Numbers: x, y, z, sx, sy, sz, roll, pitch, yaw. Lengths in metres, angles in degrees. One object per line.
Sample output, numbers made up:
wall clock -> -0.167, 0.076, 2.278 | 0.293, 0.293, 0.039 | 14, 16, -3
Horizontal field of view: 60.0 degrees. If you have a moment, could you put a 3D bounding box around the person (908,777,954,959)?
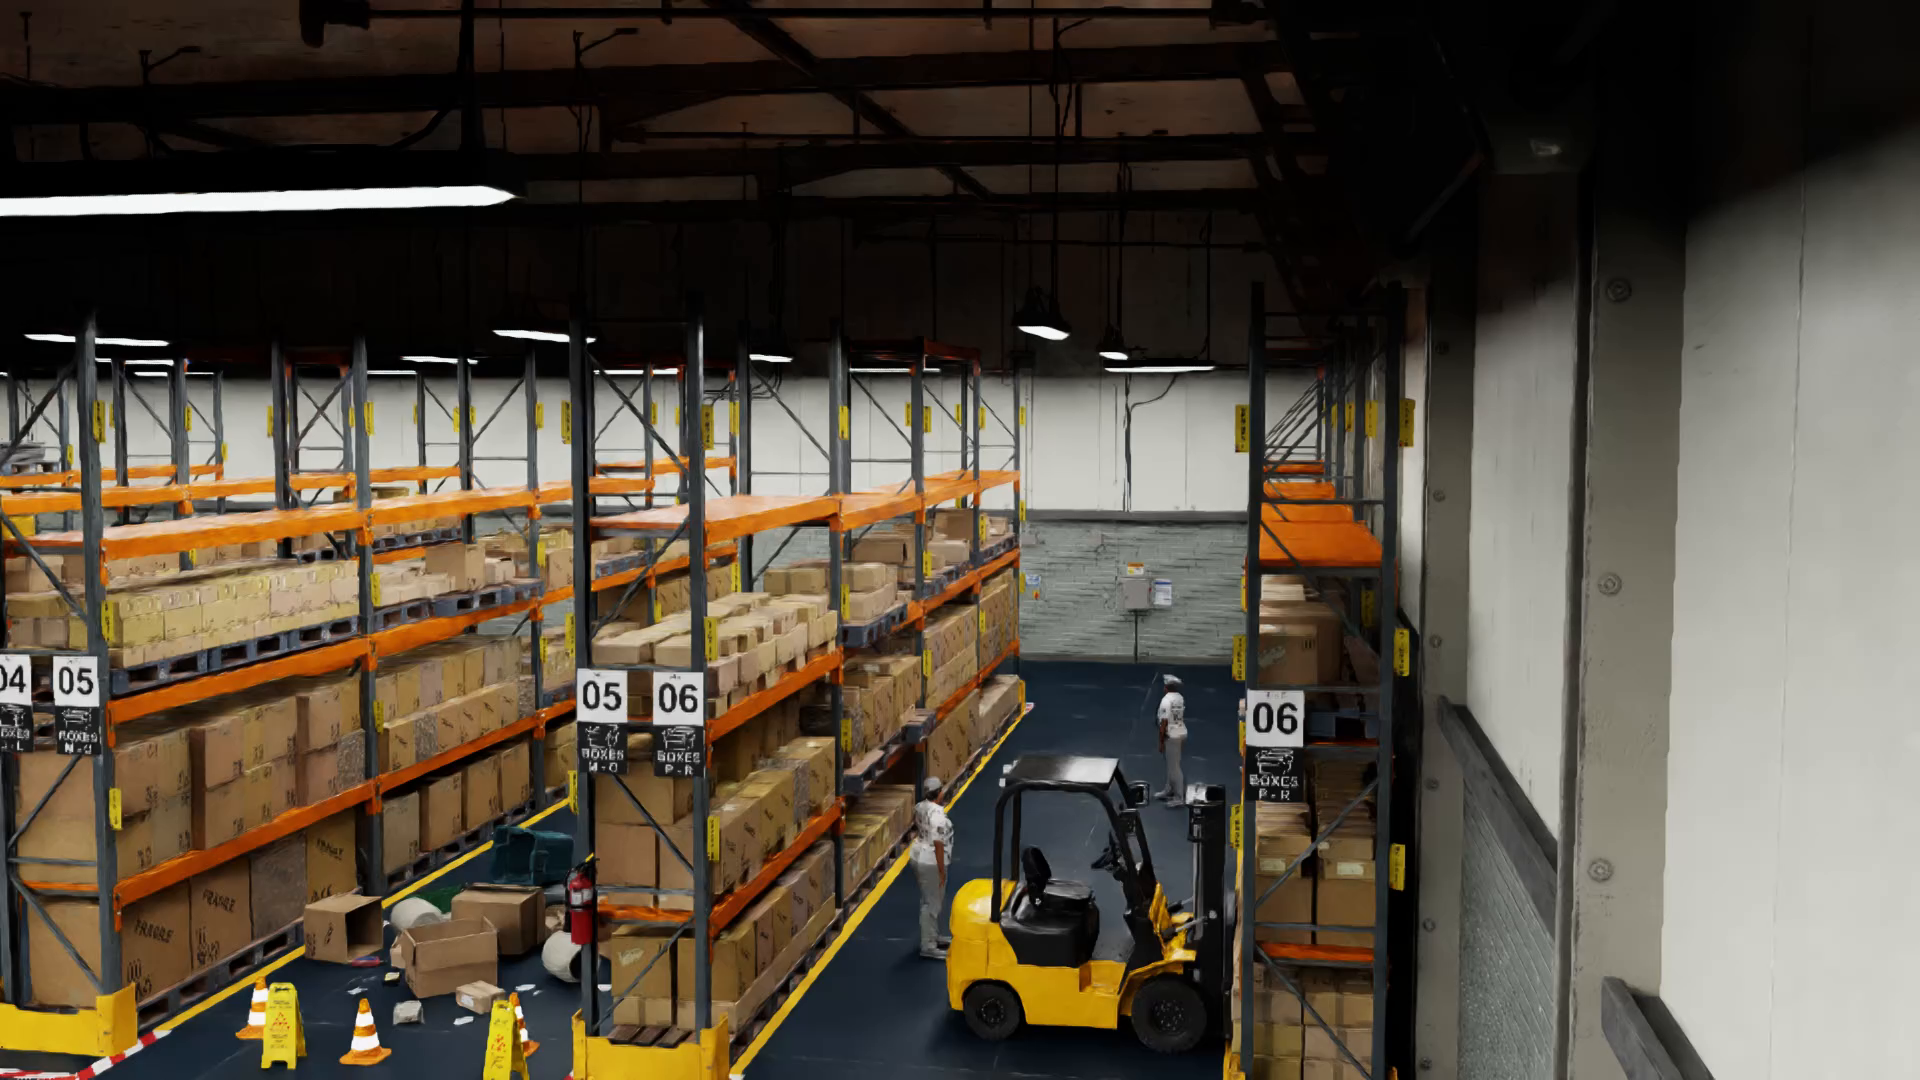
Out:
person -> -0.243, 3.063, 15.702 | 0.449, 1.671, 0.533 | -2, 5, -20

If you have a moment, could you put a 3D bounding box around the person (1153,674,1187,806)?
person -> 2.734, 2.581, 21.634 | 0.562, 1.663, 0.586 | 3, 5, 31
